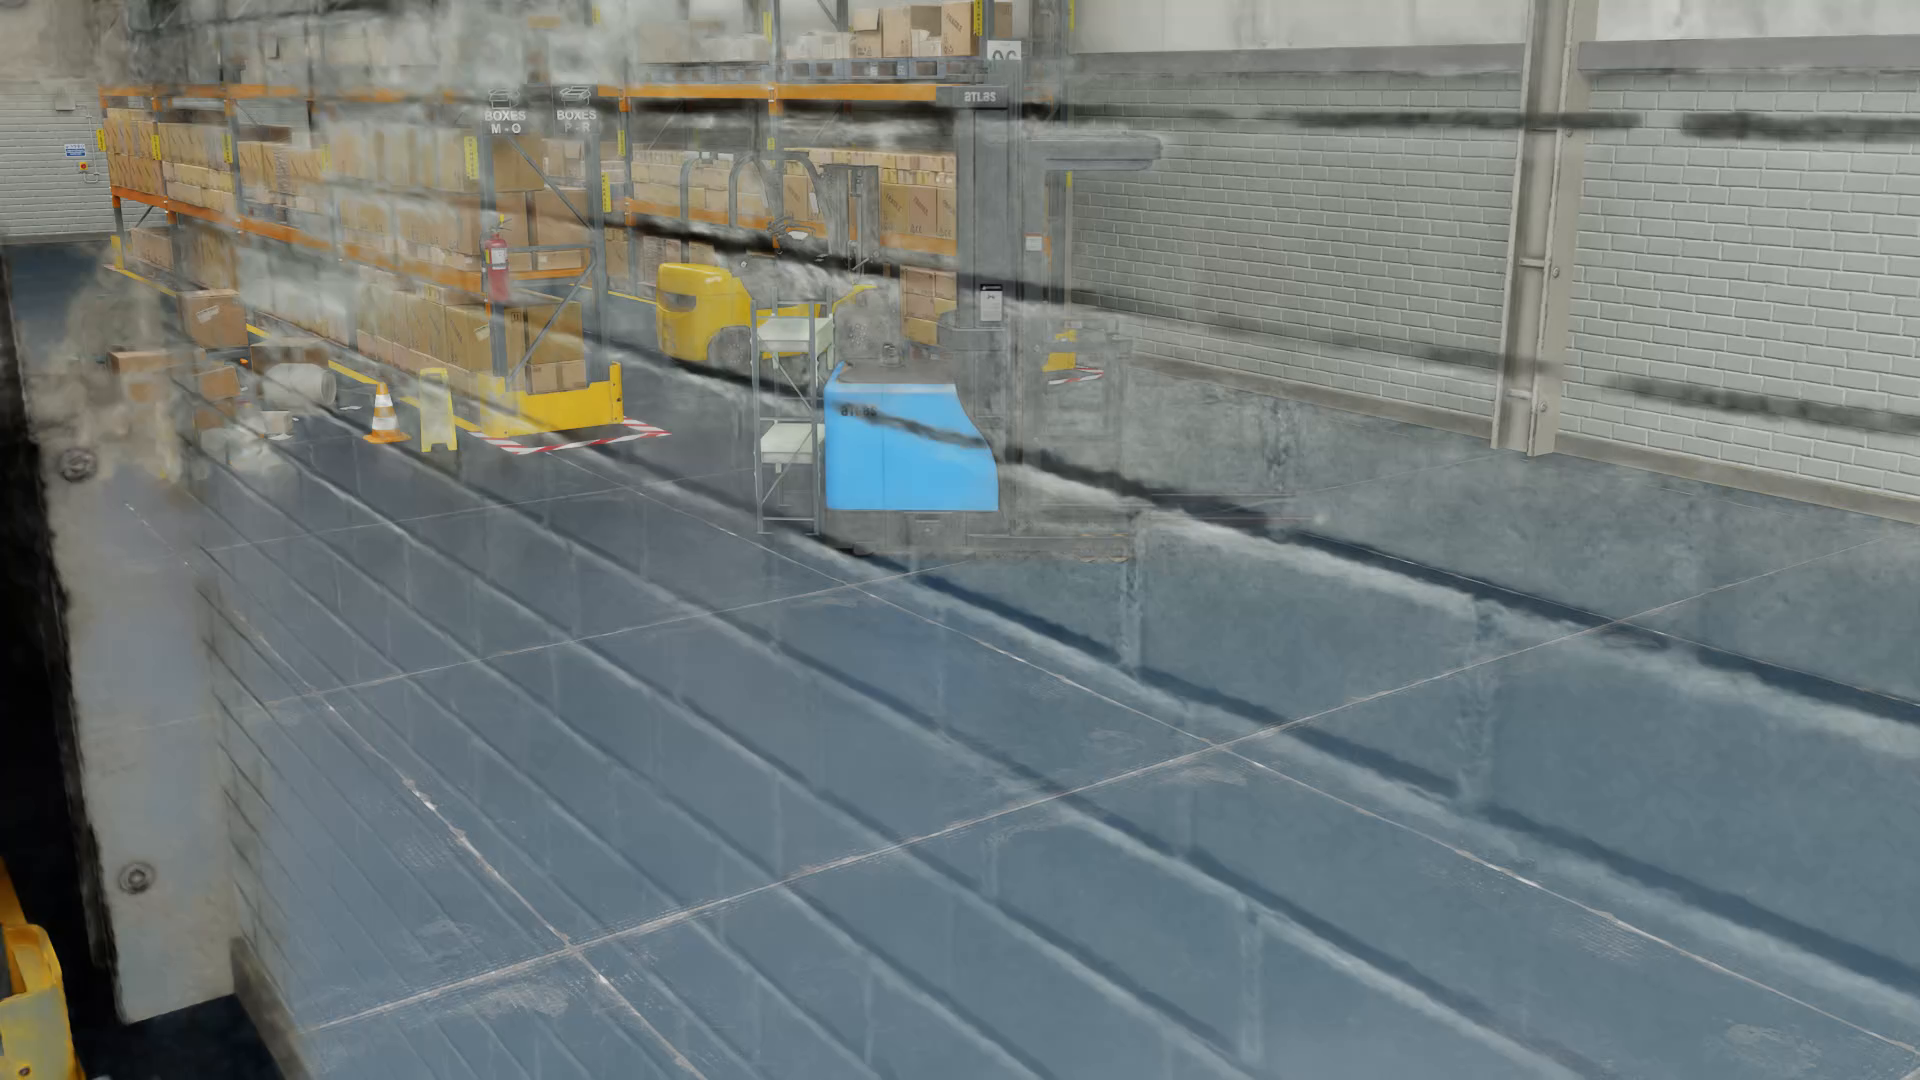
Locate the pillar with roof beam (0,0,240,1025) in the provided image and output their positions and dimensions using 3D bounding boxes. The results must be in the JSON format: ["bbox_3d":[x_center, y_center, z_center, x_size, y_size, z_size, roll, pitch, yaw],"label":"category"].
[{"bbox_3d":[-2.542,-5.671,14.251,9.100,9.000,0.400,-11,19,-35],"label":"pillar with roof beam"}]

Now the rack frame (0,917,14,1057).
[{"bbox_3d":[0.621,-3.157,16.430,1.000,3.000,0.127,-11,19,-35],"label":"rack frame"}]

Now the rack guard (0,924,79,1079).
[{"bbox_3d":[0.635,-1.947,16.741,1.175,0.500,0.348,-11,19,-35],"label":"rack guard"}]
